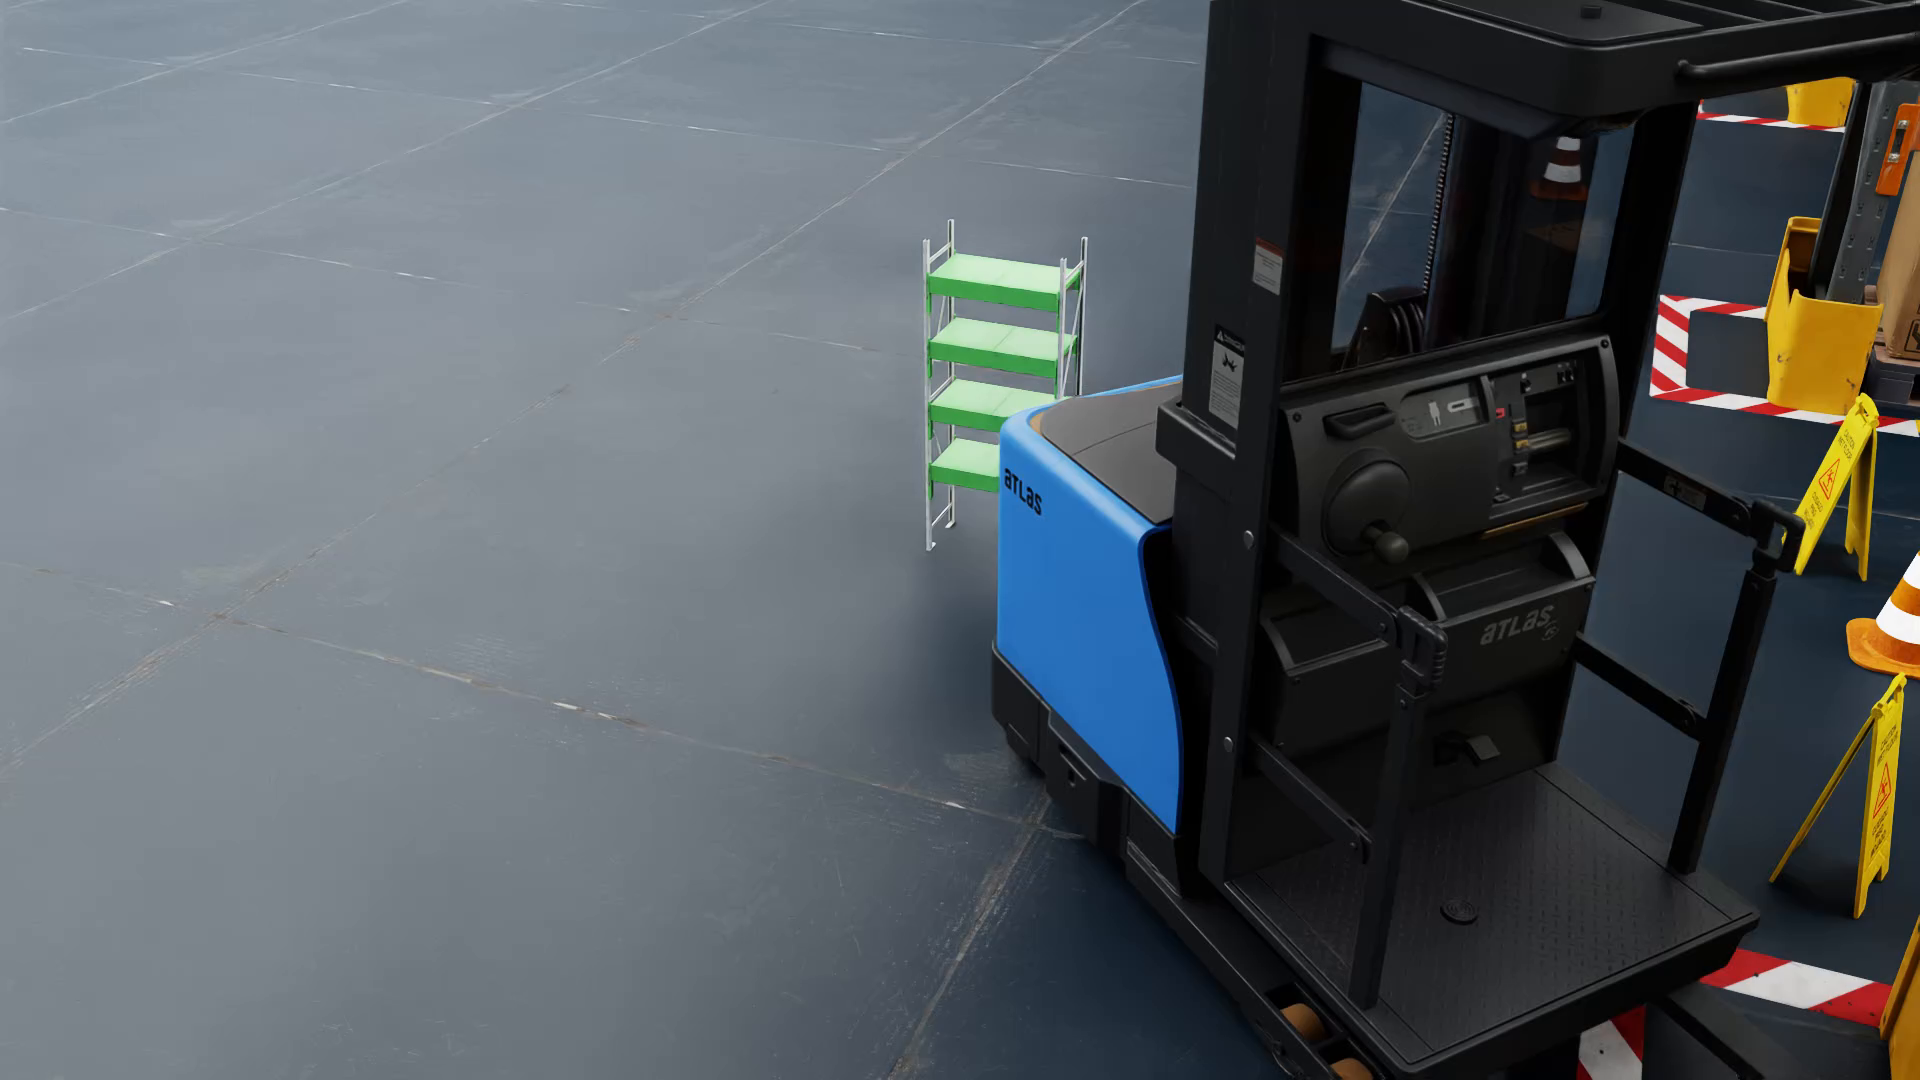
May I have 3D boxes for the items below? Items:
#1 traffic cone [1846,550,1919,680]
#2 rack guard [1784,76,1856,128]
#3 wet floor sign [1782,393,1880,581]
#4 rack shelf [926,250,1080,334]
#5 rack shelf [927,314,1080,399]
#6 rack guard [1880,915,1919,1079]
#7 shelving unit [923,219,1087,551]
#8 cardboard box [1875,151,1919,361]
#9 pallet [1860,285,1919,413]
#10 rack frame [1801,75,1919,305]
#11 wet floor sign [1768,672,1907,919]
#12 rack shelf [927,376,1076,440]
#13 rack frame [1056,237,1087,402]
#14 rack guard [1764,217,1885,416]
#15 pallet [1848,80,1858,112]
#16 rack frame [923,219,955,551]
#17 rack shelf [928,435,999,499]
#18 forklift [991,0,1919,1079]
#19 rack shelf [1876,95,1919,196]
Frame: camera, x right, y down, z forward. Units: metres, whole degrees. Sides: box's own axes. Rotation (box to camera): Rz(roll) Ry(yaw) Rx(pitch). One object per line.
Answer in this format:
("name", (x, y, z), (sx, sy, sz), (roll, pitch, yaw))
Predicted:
("traffic cone", (3.164, 0.175, 5.471), (0.334, 0.463, 0.336), (11, 31, 19))
("rack guard", (5.974, -3.268, 11.525), (0.348, 0.500, 1.175), (11, 31, 19))
("wet floor sign", (3.174, -0.206, 5.958), (0.232, 0.644, 0.267), (6, 30, 11))
("rack shelf", (0.153, -0.854, 5.696), (0.480, 0.148, 0.258), (11, 31, 19))
("rack shelf", (0.153, -0.645, 5.814), (0.480, 0.148, 0.258), (11, 31, 19))
("rack guard", (2.249, 1.250, 3.530), (0.348, 0.500, 1.175), (11, 31, 19))
("shelving unit", (0.153, -0.492, 5.901), (0.503, 1.200, 0.258), (11, 31, 19))
("cardboard box", (4.599, -1.290, 7.217), (0.875, 0.875, 0.875), (11, 31, 19))
("pallet", (4.716, -0.802, 7.454), (1.213, 0.211, 1.003), (11, 31, 19))
("rack frame", (3.946, -2.128, 6.966), (0.127, 3.000, 1.000), (11, 31, 19))
("wet floor sign", (2.404, 0.650, 4.445), (0.232, 0.644, 0.267), (24, 37, 36))
("rack shelf", (0.153, -0.436, 5.932), (0.480, 0.148, 0.258), (11, 31, 19))
("rack frame", (0.379, -0.447, 5.821), (0.015, 1.200, 0.240), (11, 31, 19))
("rack guard", (3.923, -1.044, 7.589), (0.348, 0.500, 1.175), (11, 31, 19))
("pallet", (6.714, -2.976, 11.301), (1.213, 0.211, 1.003), (11, 31, 19))
("rack frame", (-0.073, -0.537, 5.980), (0.015, 1.200, 0.240), (11, 31, 19))
("rack shelf", (0.153, -0.227, 6.050), (0.480, 0.148, 0.258), (11, 31, 19))
("forklift", (1.214, -0.162, 3.558), (1.130, 2.935, 3.031), (-14, 32, -23))
("rack shelf", (5.799, -1.445, 6.489), (4.000, 0.370, 1.077), (11, 31, 19))
